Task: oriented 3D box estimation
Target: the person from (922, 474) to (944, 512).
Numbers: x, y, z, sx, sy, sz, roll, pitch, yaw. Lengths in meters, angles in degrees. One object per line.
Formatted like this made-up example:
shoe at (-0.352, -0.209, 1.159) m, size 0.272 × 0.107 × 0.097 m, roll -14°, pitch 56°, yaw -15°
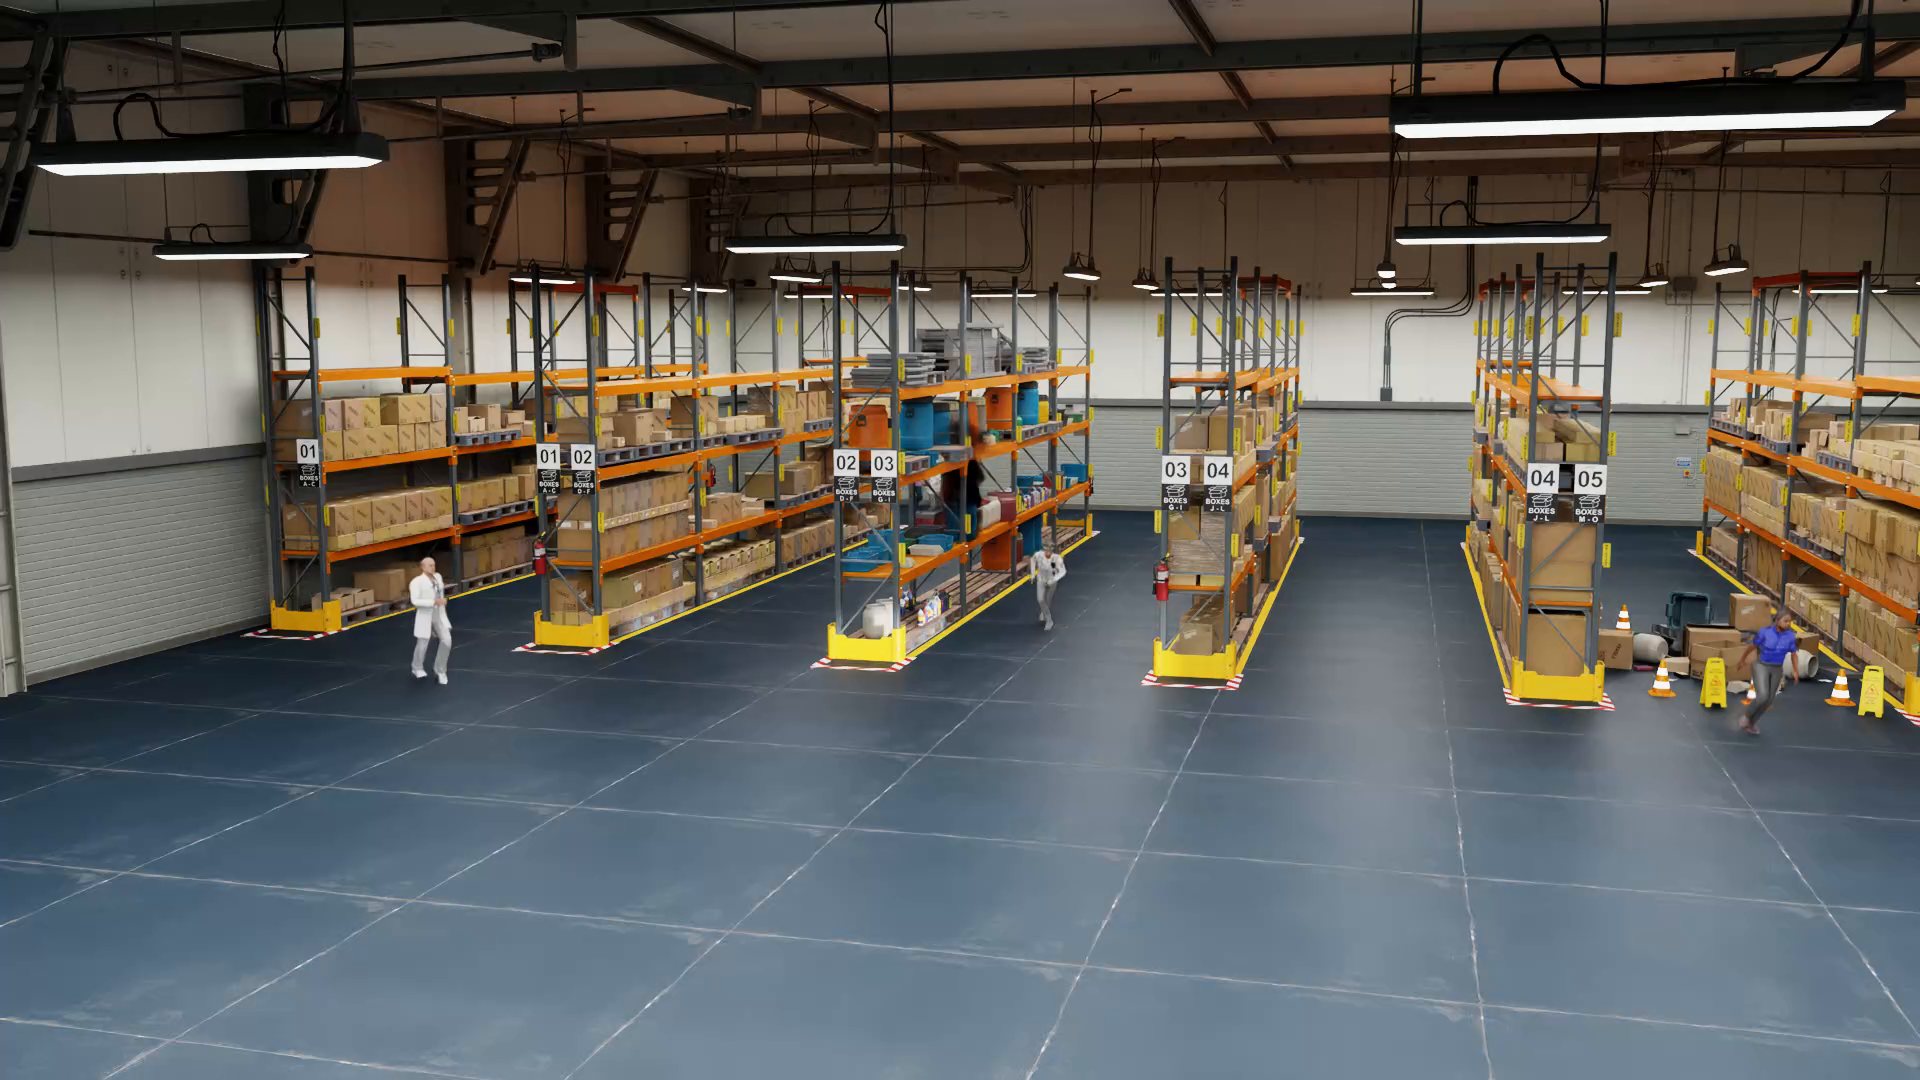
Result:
person at (-0.689, -1.198, 42.177) m, size 0.753 × 1.788 × 0.701 m, roll -5°, pitch 9°, yaw -35°

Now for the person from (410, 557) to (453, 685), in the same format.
person at (-7.499, 1.153, 23.523) m, size 0.912 × 1.837 × 0.646 m, roll 7°, pitch 10°, yaw 43°

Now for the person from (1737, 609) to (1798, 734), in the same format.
person at (9.965, 1.630, 20.486) m, size 0.583 × 1.589 × 0.672 m, roll 0°, pitch 7°, yaw -3°

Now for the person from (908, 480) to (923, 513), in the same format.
person at (-1.276, -1.455, 44.957) m, size 0.547 × 1.540 × 0.546 m, roll -2°, pitch 7°, yaw -13°

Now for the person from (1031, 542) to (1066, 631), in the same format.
person at (1.488, 0.732, 28.041) m, size 0.601 × 1.507 × 1.024 m, roll 0°, pitch 7°, yaw 3°
